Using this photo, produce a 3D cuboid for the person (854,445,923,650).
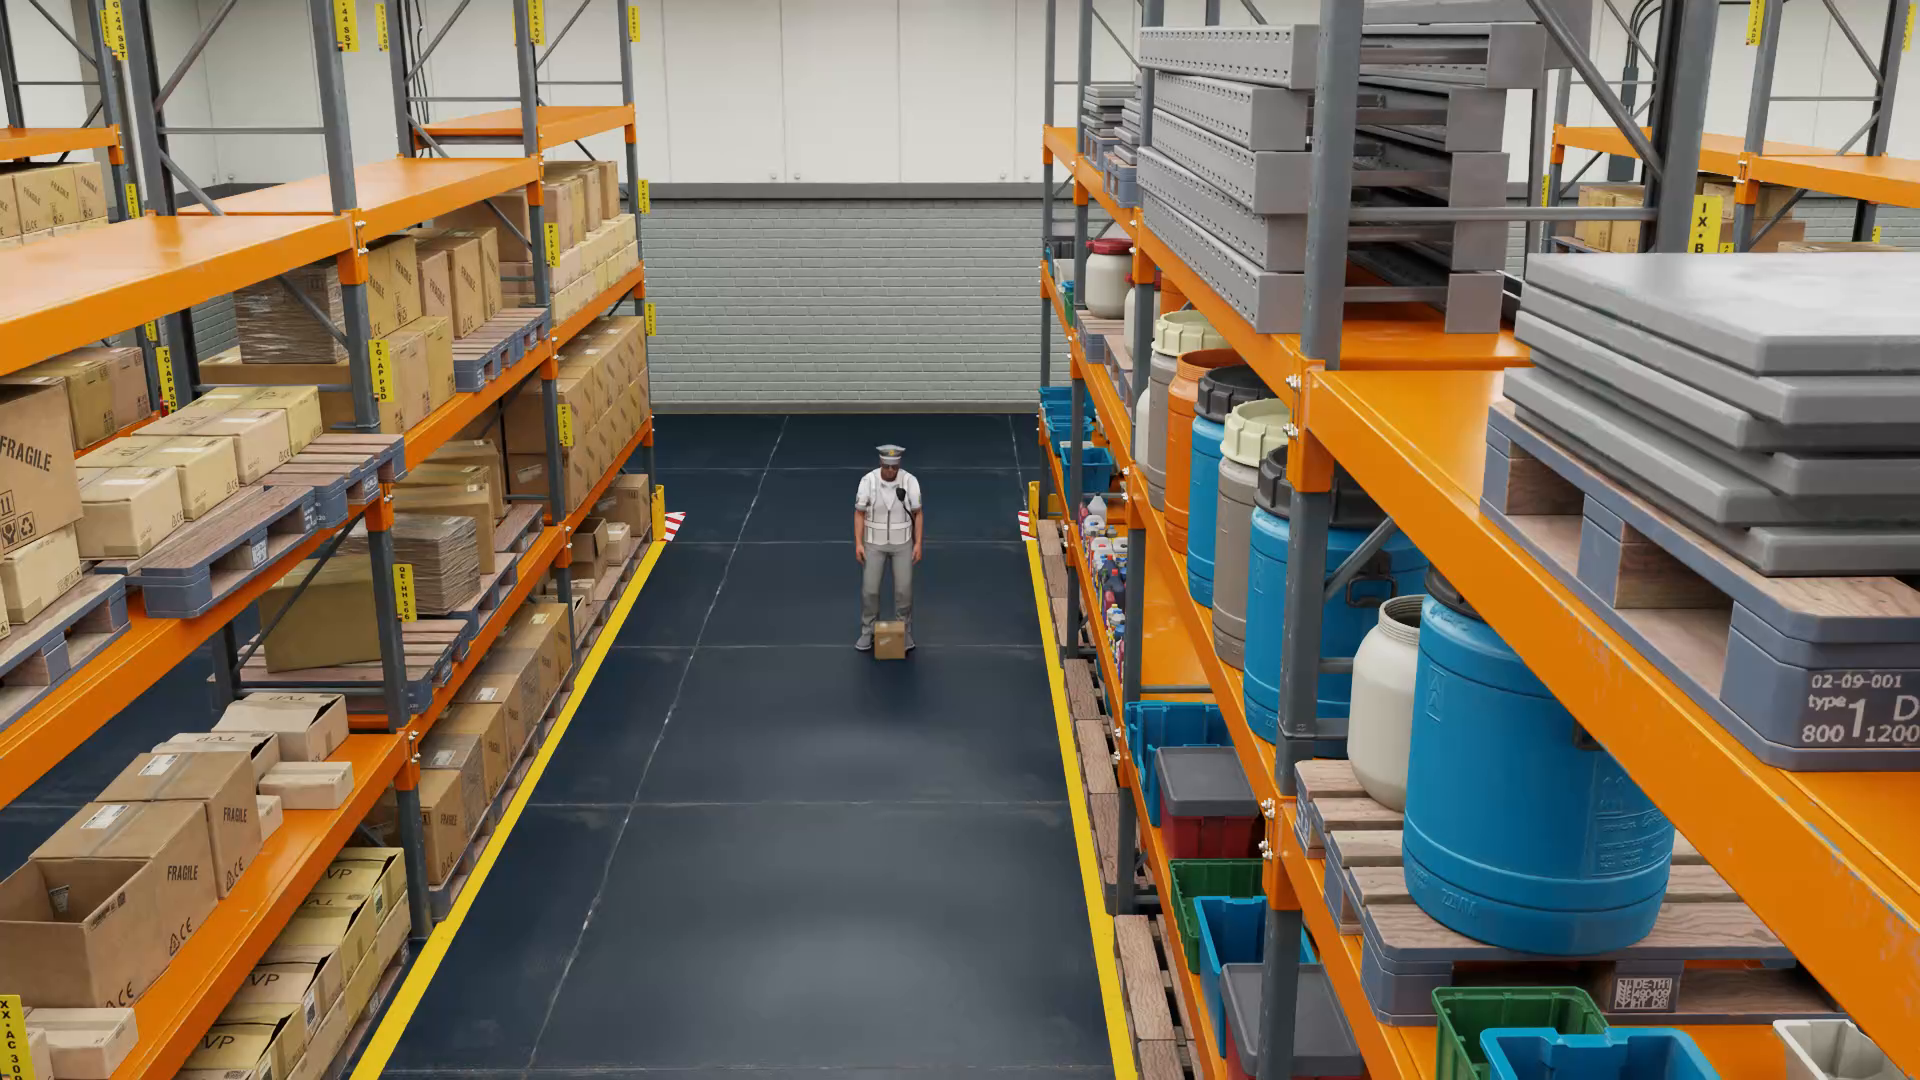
[{"bbox_3d":[-0.597,0.038,13.908,0.581,1.747,0.435,-1,17,-3],"label":"person"}]
